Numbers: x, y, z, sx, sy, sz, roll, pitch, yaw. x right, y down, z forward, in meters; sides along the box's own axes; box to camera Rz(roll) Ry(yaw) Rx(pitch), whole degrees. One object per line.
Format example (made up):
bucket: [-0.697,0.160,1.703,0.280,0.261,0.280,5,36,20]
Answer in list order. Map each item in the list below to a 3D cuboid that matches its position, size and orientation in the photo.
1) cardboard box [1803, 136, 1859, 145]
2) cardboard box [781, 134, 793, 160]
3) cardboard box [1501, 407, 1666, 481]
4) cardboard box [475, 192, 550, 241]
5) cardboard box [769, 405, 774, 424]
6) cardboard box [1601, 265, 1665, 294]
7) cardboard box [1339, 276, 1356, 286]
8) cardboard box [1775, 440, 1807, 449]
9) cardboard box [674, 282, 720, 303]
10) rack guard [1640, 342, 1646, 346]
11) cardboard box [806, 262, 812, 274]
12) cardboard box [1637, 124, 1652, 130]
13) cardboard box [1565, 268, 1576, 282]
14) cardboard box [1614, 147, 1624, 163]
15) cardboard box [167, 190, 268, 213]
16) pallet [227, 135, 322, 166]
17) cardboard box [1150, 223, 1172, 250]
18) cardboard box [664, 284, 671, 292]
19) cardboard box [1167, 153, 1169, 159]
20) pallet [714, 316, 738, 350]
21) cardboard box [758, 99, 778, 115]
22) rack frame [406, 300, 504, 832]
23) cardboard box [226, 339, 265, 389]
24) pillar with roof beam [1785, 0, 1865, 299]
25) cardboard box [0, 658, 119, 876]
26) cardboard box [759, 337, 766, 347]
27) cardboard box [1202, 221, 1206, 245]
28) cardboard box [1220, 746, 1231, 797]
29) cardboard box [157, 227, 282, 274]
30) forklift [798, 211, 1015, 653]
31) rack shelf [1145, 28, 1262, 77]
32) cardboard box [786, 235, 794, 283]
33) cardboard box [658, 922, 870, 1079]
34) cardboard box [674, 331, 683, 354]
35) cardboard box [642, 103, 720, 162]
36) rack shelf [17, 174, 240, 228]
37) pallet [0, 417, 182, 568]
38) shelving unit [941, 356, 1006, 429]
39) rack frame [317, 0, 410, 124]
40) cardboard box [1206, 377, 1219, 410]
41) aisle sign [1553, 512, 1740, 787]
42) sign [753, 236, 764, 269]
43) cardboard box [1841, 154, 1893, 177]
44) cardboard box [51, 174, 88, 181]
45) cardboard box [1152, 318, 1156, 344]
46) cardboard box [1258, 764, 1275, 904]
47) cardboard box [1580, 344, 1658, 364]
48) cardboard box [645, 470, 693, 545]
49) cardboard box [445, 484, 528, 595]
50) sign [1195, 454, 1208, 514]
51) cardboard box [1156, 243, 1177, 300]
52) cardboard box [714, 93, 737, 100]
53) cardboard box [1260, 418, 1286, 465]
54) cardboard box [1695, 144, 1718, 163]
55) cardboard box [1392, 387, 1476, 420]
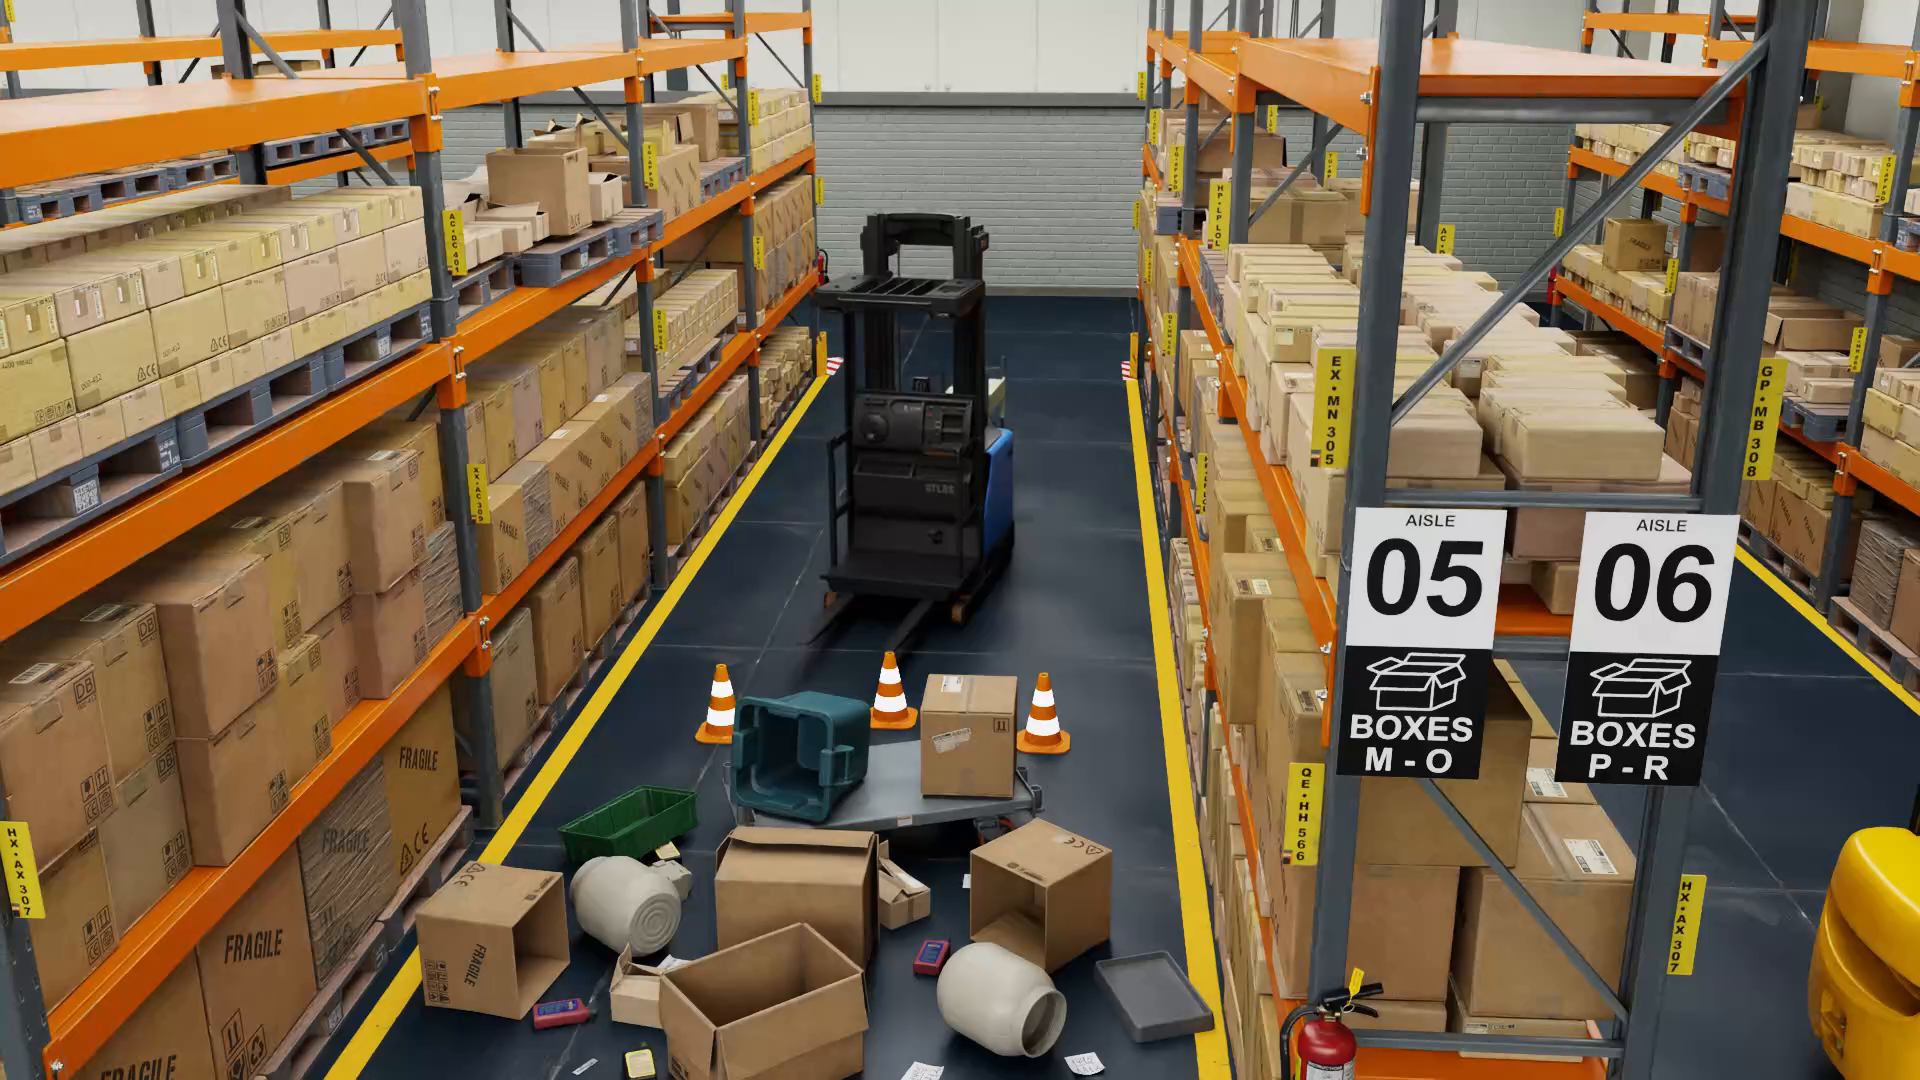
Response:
cardboard box: [7.309,-3.302,13.955,0.380,0.149,0.250,1,18,4]
cardboard box: [-2.117,-4.263,18.040,0.500,0.250,0.500,2,18,6]
cardboard box: [1.775,-0.277,4.756,0.380,0.149,0.250,1,18,4]
cardboard box: [-2.766,-1.992,10.250,0.396,0.266,0.258,1,18,4]
cardboard box: [-2.172,-1.325,17.554,0.380,0.149,0.250,2,18,6]
cardboard box: [7.259,-2.807,17.936,0.500,0.250,0.500,1,18,2]
cardboard box: [2.070,-1.080,7.848,0.500,0.250,0.500,1,18,3]
cardboard box: [6.977,-0.751,14.196,0.380,0.149,0.250,0,18,1]
cardboard box: [-2.429,-2.281,15.339,0.380,0.149,0.250,1,18,4]
rack guard: [7.639,-2.134,20.133,1.175,0.500,0.348,1,18,4]
cardboard box: [-1.993,-3.307,20.103,0.380,0.149,0.250,1,18,4]
cardboard box: [7.226,-4.313,16.913,0.500,0.250,0.500,2,18,5]
cardboard box: [7.347,-3.130,19.562,0.380,0.149,0.250,1,18,3]
cardboard box: [7.183,-4.084,17.655,0.380,0.149,0.250,1,18,4]
cardboard box: [-3.494,-1.555,7.821,0.380,0.149,0.250,1,18,3]
pallet: [-7.409,-4.071,17.356,1.003,0.211,1.213,1,18,4]
cardboard box: [2.165,-2.888,16.654,0.500,0.500,0.500,1,18,3]
cardboard box: [-3.025,-2.401,16.186,0.380,0.149,0.250,2,18,5]
cardboard box: [1.870,-2.967,13.385,0.396,0.266,0.258,1,18,3]
pallet: [-2.738,-1.967,15.916,1.003,0.211,1.213,1,18,4]
cardboard box: [-2.133,-4.565,17.519,0.380,0.149,0.250,2,18,7]
rack frame: [-3.111,0.193,9.018,1.000,3.000,0.127,1,18,4]
cardboard box: [-2.946,-0.688,6.458,0.380,0.149,0.250,1,18,4]
pillar with roof beam: [4.013,-5.246,15.982,9.100,9.000,0.400,1,18,4]
cardboard box: [-3.333,0.736,5.384,0.875,0.550,0.550,1,18,4]
cardboard box: [-2.527,-2.418,19.935,0.380,0.149,0.250,2,18,5]
cardboard box: [1.928,-2.183,11.853,0.380,0.149,0.250,1,18,4]
cardboard box: [1.418,1.089,7.779,0.380,0.149,0.250,2,18,6]
cardboard box: [-2.928,-1.147,6.577,0.380,0.149,0.250,2,18,5]
forklift: [-0.413,-0.893,12.442,1.130,2.935,3.031,5,19,14]
rack shelf: [2.550,-5.153,17.495,1.077,0.370,4.000,1,18,4]
cardboard box: [-2.142,-3.106,18.445,0.500,0.500,0.500,2,18,7]
cardboard box: [-0.853,2.098,7.211,0.797,0.503,0.637,-13,22,-34]
cardboard box: [-2.539,-1.662,13.930,0.380,0.149,0.250,1,18,4]
cardboard box: [-2.675,-3.849,15.701,0.700,0.500,0.500,1,18,4]
rack shelf: [-7.621,-2.896,14.783,1.077,0.370,4.000,1,18,4]
pallet: [-3.355,-0.179,5.477,1.003,0.211,1.213,1,18,4]
shelving unit: [0.119,-0.785,14.410,0.431,1.500,0.755,4,19,12]
rack frame: [-7.191,-6.527,19.891,1.000,3.000,0.127,1,18,4]
cardboard box: [1.674,-0.873,9.917,0.380,0.149,0.250,1,18,2]
aisle sign: [1.851,0.305,4.500,0.394,0.787,0.004,1,18,4]
sign: [-1.984,-2.831,16.386,0.100,0.325,0.005,1,18,4]
cardboard box: [6.893,-2.822,12.524,0.380,0.149,0.250,1,18,2]
cardboard box: [-7.819,-3.325,14.102,0.500,0.500,0.500,2,18,7]
cardboard box: [2.112,-2.011,15.983,0.500,0.250,0.500,1,18,3]
cardboard box: [1.351,0.995,5.931,0.500,0.500,0.500,1,18,4]
cardboard box: [7.406,-1.905,18.759,0.700,0.500,0.500,2,18,6]
cardboard box: [-2.520,-0.275,13.786,0.500,0.500,0.500,1,18,2]
cardboard box: [-2.805,-0.012,9.482,0.500,0.500,0.500,1,18,5]
sign: [1.279,-0.290,8.630,0.100,0.325,0.005,1,18,4]
cardboard box: [2.079,-2.447,15.306,0.500,0.500,0.500,1,18,4]
cardboard box: [-2.561,-4.901,18.542,0.380,0.149,0.250,2,18,5]
cardboard box: [1.359,-0.387,6.373,0.380,0.149,0.250,1,18,3]
cardboard box: [6.886,-3.493,15.016,0.380,0.149,0.250,1,18,5]
cardboard box: [1.333,-0.362,5.015,0.380,0.149,0.250,2,18,5]
